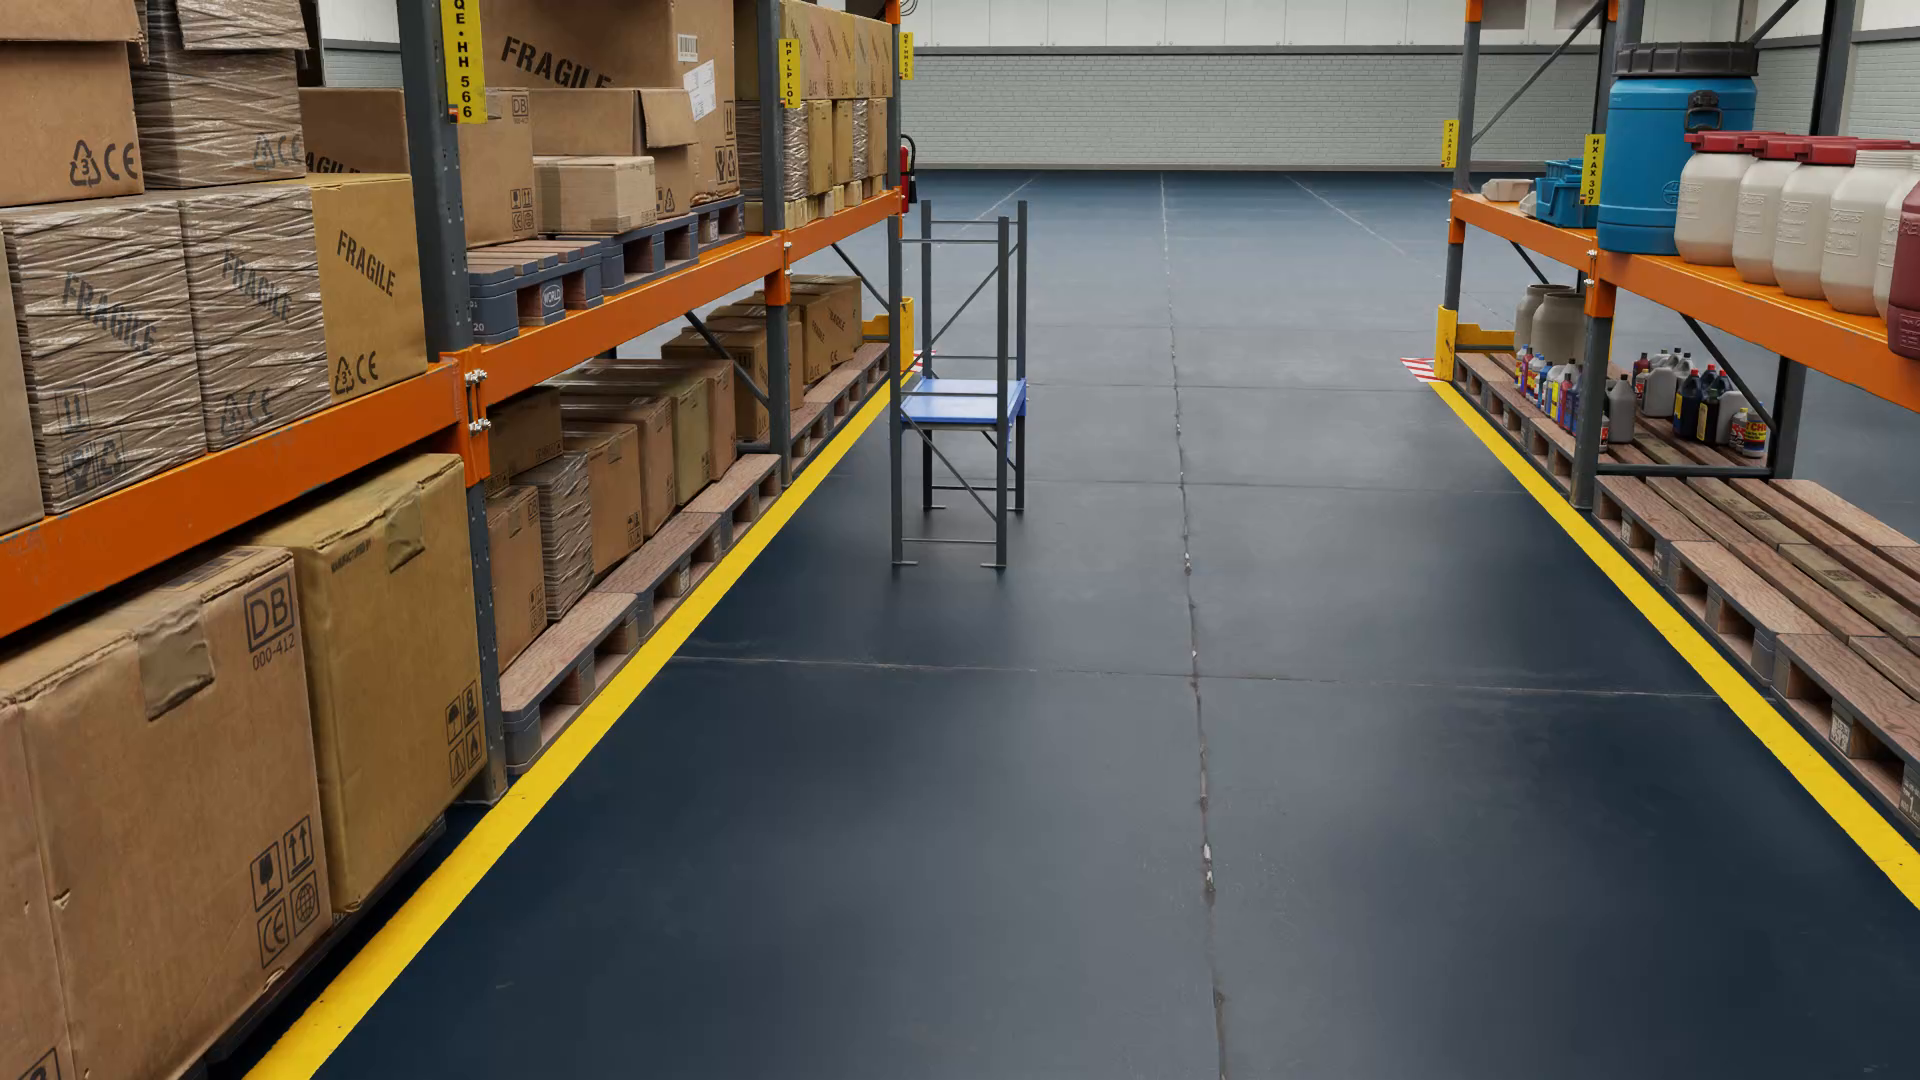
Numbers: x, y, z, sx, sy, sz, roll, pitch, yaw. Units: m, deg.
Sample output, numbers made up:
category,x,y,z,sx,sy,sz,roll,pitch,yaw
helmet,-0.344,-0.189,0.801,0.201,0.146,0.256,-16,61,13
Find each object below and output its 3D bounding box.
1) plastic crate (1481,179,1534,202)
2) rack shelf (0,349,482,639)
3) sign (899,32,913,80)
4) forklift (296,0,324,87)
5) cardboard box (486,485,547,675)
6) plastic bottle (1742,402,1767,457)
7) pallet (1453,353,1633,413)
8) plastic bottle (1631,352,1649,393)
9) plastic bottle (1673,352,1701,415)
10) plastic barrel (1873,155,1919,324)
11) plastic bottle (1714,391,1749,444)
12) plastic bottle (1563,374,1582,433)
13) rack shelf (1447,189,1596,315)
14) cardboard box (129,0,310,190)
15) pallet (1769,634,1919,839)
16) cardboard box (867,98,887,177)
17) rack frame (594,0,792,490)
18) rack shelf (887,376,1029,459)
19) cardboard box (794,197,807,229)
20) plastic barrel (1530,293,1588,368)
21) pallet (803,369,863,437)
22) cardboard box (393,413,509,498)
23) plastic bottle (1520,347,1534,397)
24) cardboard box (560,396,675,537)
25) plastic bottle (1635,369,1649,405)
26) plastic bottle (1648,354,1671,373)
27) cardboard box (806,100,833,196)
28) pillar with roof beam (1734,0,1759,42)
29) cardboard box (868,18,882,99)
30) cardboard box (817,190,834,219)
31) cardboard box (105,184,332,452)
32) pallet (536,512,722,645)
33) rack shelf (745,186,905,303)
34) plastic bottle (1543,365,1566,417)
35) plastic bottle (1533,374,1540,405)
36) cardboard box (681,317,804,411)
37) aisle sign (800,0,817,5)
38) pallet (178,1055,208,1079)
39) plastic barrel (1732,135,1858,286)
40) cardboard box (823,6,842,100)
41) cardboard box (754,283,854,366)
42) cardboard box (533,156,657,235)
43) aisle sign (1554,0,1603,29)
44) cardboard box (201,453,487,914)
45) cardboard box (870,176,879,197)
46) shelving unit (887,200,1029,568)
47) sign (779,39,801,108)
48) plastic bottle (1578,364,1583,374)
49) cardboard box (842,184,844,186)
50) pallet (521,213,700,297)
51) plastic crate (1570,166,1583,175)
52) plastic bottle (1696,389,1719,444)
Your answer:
category,x,y,z,sx,sy,sz,roll,pitch,yaw
plastic crate,3.567,-2.282,10.860,0.298,0.136,0.250,2,15,6
rack shelf,-2.062,0.163,2.691,1.077,0.370,4.000,2,15,6
sign,-0.385,-3.468,11.917,0.100,0.325,0.005,2,15,6
forklift,-3.455,-1.391,7.190,1.130,2.935,3.031,3,15,10
cardboard box,-1.781,0.117,5.429,0.700,0.500,0.500,1,15,3
plastic bottle,4.008,-0.560,8.369,0.097,0.271,0.097,0,15,0
pallet,3.929,-1.054,11.157,1.003,0.211,1.213,2,15,6
plastic bottle,4.054,-0.982,9.909,0.061,0.283,0.133,2,15,6
plastic bottle,4.109,-0.885,9.419,0.144,0.351,0.185,2,15,6
plastic barrel,2.989,-0.884,4.971,0.421,0.512,0.421,0,15,0
plastic bottle,4.017,-0.647,8.682,0.152,0.276,0.135,2,15,8
plastic bottle,3.344,-0.754,8.934,0.144,0.351,0.185,1,15,3
rack shelf,3.762,-1.766,9.825,1.077,0.370,4.000,2,15,6
cardboard box,-1.935,-1.046,3.672,0.797,0.503,0.637,2,15,8
pallet,3.211,0.589,5.079,1.003,0.211,1.213,2,15,6
cardboard box,-0.961,-2.695,11.120,0.875,0.500,0.500,2,15,6
rack frame,-1.385,-1.740,8.352,1.000,3.000,0.127,2,15,6
rack shelf,0.010,-0.572,7.595,0.538,0.185,1.000,2,15,6
cardboard box,-1.021,-1.731,8.797,0.380,0.149,0.250,2,15,6
plastic barrel,3.932,-1.331,10.799,0.421,0.512,0.421,0,15,0
pallet,-1.210,-0.887,10.538,1.003,0.211,1.213,2,15,6
cardboard box,-1.791,-0.245,5.332,0.500,0.250,0.500,2,15,9
plastic bottle,3.429,-1.014,10.026,0.061,0.283,0.133,2,15,7
cardboard box,-1.611,-0.319,7.042,0.700,0.500,0.500,0,15,1
plastic bottle,4.018,-0.903,9.772,0.097,0.201,0.097,0,15,0
plastic bottle,4.160,-0.976,9.899,0.152,0.276,0.135,2,15,7
cardboard box,-1.182,-2.176,9.201,0.875,0.500,0.500,2,15,6
pillar with roof beam,13.719,-12.937,38.265,9.100,9.000,0.400,2,15,6
cardboard box,-0.801,-3.173,10.972,0.500,0.500,0.500,2,15,6
cardboard box,-0.933,-1.925,9.516,0.380,0.149,0.250,2,15,6
cardboard box,-1.708,-0.487,3.525,0.500,0.500,0.500,2,15,6
pallet,-1.607,0.125,6.796,1.003,0.211,1.213,2,15,6
rack shelf,-1.160,-1.912,10.364,1.077,0.370,4.000,2,15,6
plastic bottle,3.403,-0.843,9.409,0.152,0.276,0.135,2,15,7
plastic bottle,3.412,-0.892,9.732,0.097,0.201,0.097,0,15,0
cardboard box,-1.243,-0.988,9.553,0.500,0.500,0.500,7,17,24
aisle sign,-1.225,-4.058,11.942,0.394,0.787,0.004,2,15,6
pallet,-2.141,1.161,2.965,1.003,0.211,1.213,2,15,6
plastic barrel,3.127,-1.228,6.197,0.433,0.535,0.433,0,15,0
cardboard box,-0.970,-2.784,9.533,0.500,0.500,0.500,2,15,6
cardboard box,-1.054,-1.456,11.286,0.500,0.500,0.500,6,16,21
cardboard box,-1.419,-1.261,6.063,0.500,0.250,0.500,1,15,5
aisle sign,4.291,-3.897,11.347,0.394,0.787,0.004,2,15,6
cardboard box,-1.935,0.298,4.078,1.225,0.875,0.875,1,15,4
cardboard box,-0.767,-2.445,11.441,0.380,0.149,0.250,2,15,6
shelving unit,0.010,-0.746,7.548,0.538,1.500,1.048,2,15,6
sign,-0.833,-2.284,8.144,0.100,0.325,0.005,2,15,6
plastic bottle,3.509,-0.844,9.397,0.061,0.283,0.133,2,15,6
cardboard box,-0.923,-2.122,10.243,0.380,0.149,0.250,2,15,6
pallet,-1.654,-1.125,6.444,1.003,0.211,1.213,2,15,6
plastic crate,4.149,-2.253,10.534,0.499,0.251,0.408,2,15,6
plastic bottle,3.911,-0.653,8.692,0.061,0.283,0.133,2,15,6
